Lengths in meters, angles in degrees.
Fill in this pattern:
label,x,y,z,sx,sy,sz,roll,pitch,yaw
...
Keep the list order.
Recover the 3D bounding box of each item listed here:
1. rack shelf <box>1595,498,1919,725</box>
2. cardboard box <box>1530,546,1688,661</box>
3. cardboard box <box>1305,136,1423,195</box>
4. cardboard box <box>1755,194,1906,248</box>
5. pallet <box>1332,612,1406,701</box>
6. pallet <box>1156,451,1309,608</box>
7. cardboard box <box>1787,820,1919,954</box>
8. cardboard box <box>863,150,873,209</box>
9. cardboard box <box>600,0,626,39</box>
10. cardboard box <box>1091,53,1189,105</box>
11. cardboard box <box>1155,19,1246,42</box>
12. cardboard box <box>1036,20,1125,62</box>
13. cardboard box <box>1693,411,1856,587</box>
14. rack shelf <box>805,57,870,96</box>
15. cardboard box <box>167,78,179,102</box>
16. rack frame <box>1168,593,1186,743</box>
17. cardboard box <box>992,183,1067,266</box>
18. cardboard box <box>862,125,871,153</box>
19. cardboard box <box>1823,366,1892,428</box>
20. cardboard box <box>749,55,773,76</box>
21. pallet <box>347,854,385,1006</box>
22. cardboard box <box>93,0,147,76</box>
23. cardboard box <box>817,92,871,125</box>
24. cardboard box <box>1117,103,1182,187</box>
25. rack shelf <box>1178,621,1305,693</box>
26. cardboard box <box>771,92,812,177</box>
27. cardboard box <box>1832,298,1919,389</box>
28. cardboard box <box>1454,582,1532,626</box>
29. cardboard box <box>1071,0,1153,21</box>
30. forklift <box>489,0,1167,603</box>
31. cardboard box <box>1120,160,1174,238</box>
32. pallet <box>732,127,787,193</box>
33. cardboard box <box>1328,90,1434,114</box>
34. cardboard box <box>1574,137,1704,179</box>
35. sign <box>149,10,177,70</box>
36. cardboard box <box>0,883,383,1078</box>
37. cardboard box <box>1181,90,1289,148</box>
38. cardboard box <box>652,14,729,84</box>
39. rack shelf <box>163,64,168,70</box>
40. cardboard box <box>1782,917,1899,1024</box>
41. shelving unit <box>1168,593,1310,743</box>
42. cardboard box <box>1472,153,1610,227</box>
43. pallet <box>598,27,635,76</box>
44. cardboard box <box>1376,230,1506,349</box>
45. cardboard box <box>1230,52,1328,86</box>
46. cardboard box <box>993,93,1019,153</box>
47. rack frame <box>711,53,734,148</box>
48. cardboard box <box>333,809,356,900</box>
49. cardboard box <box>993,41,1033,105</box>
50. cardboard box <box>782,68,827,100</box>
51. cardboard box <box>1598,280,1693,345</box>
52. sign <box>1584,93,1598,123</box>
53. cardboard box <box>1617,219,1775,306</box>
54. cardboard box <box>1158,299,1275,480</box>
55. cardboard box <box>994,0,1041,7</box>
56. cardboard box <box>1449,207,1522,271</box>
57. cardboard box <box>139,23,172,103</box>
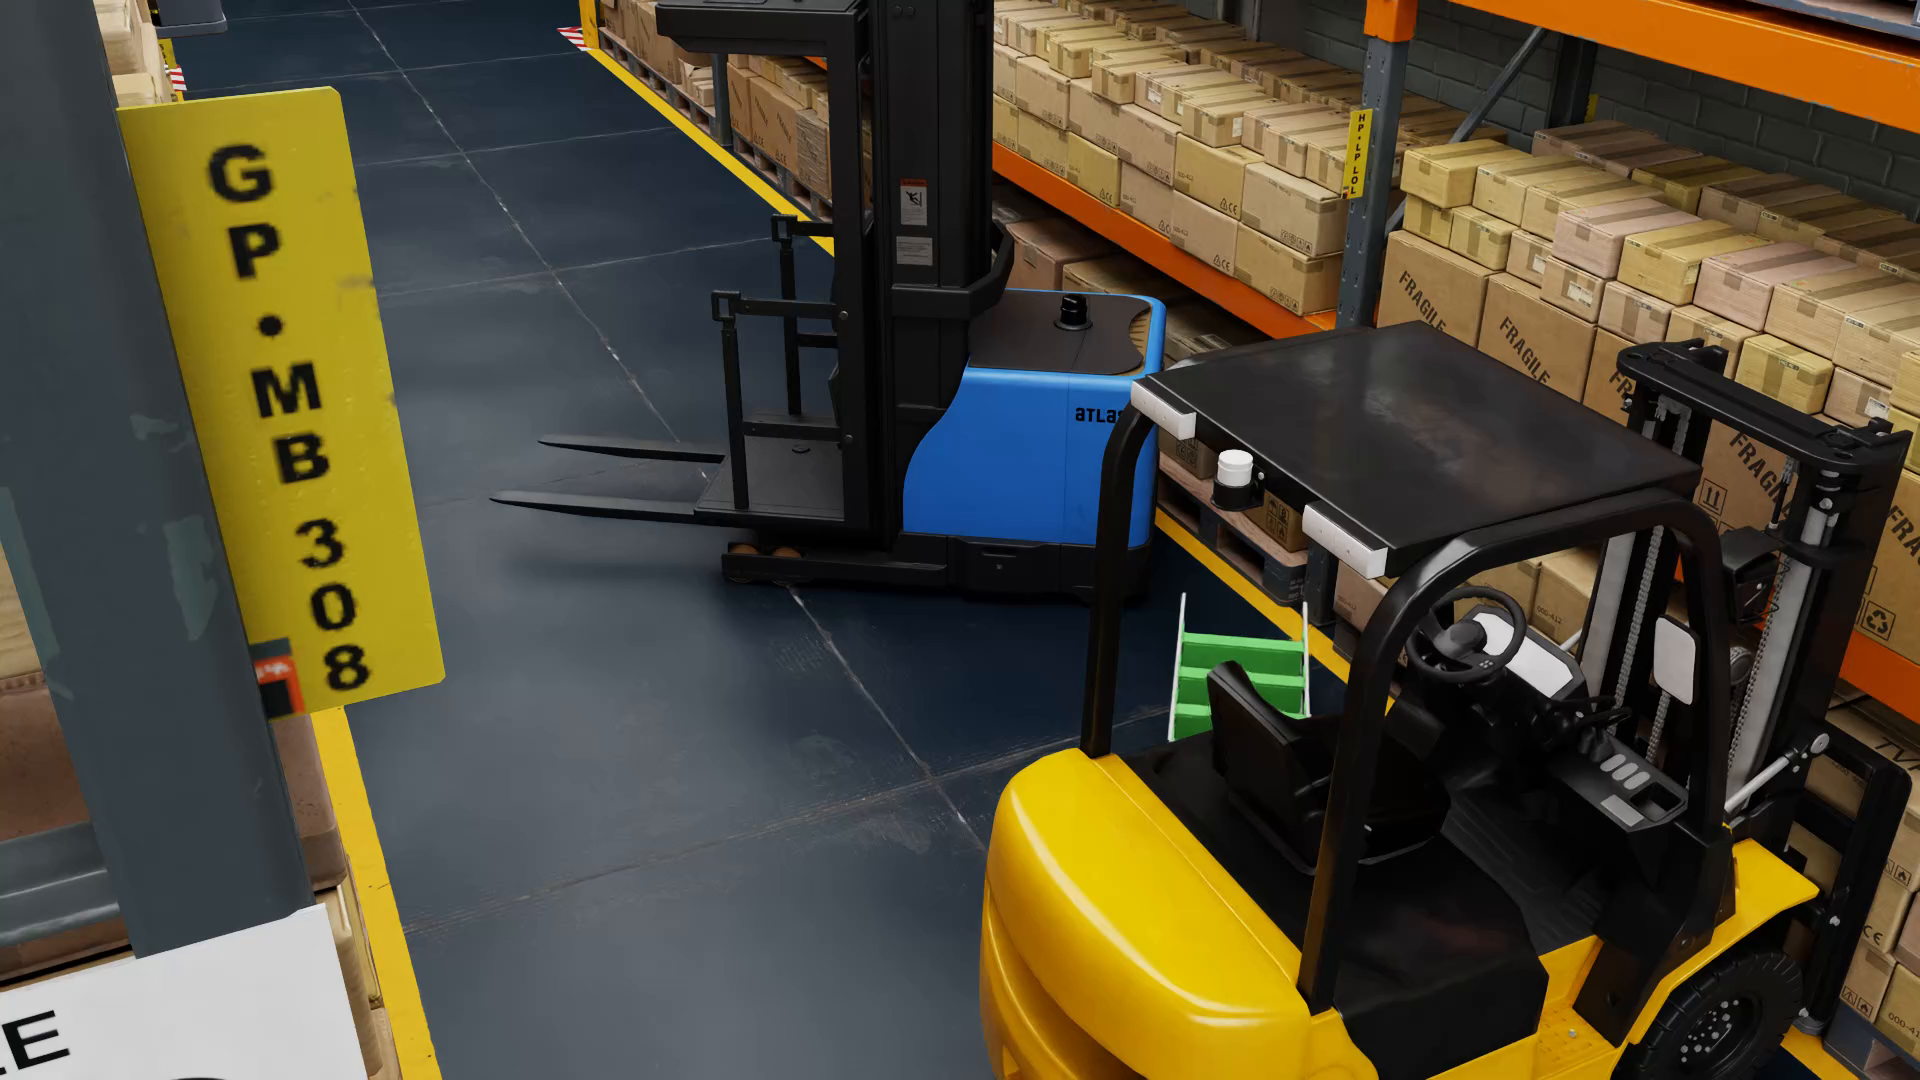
label,x,y,z,sx,sy,sz,roll,pitch,yaw
rack shelf,2.804,0.135,5.177,1.077,0.370,4.000,-13,32,-22
cardboard box,2.304,0.243,5.609,0.500,0.250,0.500,-12,31,-20
cardboard box,1.598,-1.493,6.580,0.380,0.149,0.250,-12,31,-20
cardboard box,2.808,-0.991,5.381,0.380,0.149,0.250,-14,32,-23
pallet,2.249,0.514,6.617,1.003,0.211,1.213,-13,32,-22
pallet,1.593,-0.163,7.825,1.003,0.211,1.213,-13,32,-22
cardboard box,2.725,0.906,4.938,0.500,0.250,0.500,-14,32,-23
cardboard box,-0.353,-2.287,10.888,0.500,0.500,0.500,-14,32,-23
cardboard box,-3.030,-5.167,16.021,0.797,0.503,0.637,-14,32,-24
cardboard box,0.839,-2.152,7.755,0.380,0.149,0.250,-14,32,-23
cardboard box,1.212,-2.517,8.406,0.380,0.149,0.250,-14,32,-23
cardboard box,0.606,-2.510,8.393,0.380,0.149,0.250,-13,32,-21
cardboard box,2.553,-0.178,4.899,0.500,0.500,0.500,-13,32,-22
rack shelf,-0.631,-3.399,11.480,1.077,0.370,4.000,-13,32,-22
cardboard box,-3.358,-1.550,6.612,0.500,0.500,0.500,-15,33,-25
rack frame,0.821,0.618,6.364,0.015,0.240,1.200,4,31,9
cardboard box,0.483,-1.698,9.710,0.875,0.625,0.625,-12,31,-20
cardboard box,-0.431,-2.609,10.800,0.380,0.149,0.250,-14,32,-24
cardboard box,2.662,-0.407,4.643,0.380,0.149,0.250,-13,32,-22
cardboard box,-1.387,-3.651,12.658,0.380,0.149,0.250,-14,32,-23
pallet,-2.216,1.487,4.882,1.003,0.211,1.213,-13,32,-22
cardboard box,-1.233,-0.577,2.088,0.380,0.149,0.250,-12,32,-21
cardboard box,-0.757,-2.961,11.427,0.380,0.149,0.250,-15,32,-24
cardboard box,1.062,-1.831,7.590,0.500,0.250,0.500,-12,32,-21
rack shelf,1.112,0.485,6.587,0.480,0.258,0.148,4,31,9
cardboard box,-1.037,-2.973,12.112,0.500,0.500,0.500,-14,32,-23
cardboard box,2.654,-0.542,4.580,0.380,0.149,0.250,-13,32,-21
cardboard box,2.092,0.237,6.132,0.500,0.250,0.500,-13,32,-22
cardboard box,0.820,-2.835,8.973,0.380,0.149,0.250,-13,32,-22
forklift,-0.617,-1.324,7.115,3.031,2.935,1.130,4,30,7
cardboard box,1.086,-1.611,7.709,0.500,0.250,0.500,-13,32,-22
pallet,-1.106,-3.028,12.935,1.003,0.211,1.213,-13,32,-22
cardboard box,1.814,-1.829,7.179,0.380,0.149,0.250,-13,32,-22
cardboard box,2.425,-1.321,5.970,0.380,0.149,0.250,-14,32,-23
sign,-3.768,-2.374,7.813,0.100,0.325,0.005,-13,32,-22
cardboard box,-0.668,0.335,1.275,0.380,0.149,0.250,-13,32,-22
cardboard box,1.181,-1.811,7.146,0.380,0.149,0.250,-14,32,-24
cardboard box,-2.252,-4.321,14.516,0.700,0.500,0.500,-14,32,-24
rack shelf,-3.395,-1.896,5.733,1.077,0.370,4.000,-13,32,-22
cardboard box,2.764,1.135,5.040,0.500,0.250,0.500,-13,32,-21
shelving unit,1.061,0.637,6.328,0.503,0.258,1.200,4,31,9
cardboard box,2.024,-1.222,5.793,0.380,0.149,0.250,-13,32,-21
pallet,-2.831,-4.761,16.025,1.003,0.211,1.213,-13,32,-22
cardboard box,1.900,-0.855,6.105,0.500,0.500,0.500,-14,32,-23
cardboard box,1.488,-2.163,7.775,0.380,0.149,0.250,-13,32,-22
cardboard box,0.409,-2.293,8.926,0.500,0.250,0.500,-14,32,-23
rack frame,-1.489,-4.596,12.879,1.000,3.000,0.127,-13,32,-22
cardboard box,-1.820,1.100,4.336,0.500,0.500,0.500,-12,32,-21
cardboard box,0.412,-2.513,8.807,0.500,0.250,0.500,-12,31,-20
cardboard box,-1.063,-3.304,12.038,0.380,0.149,0.250,-13,32,-22
cardboard box,2.244,-0.728,5.217,0.380,0.149,0.250,-13,32,-22
sign,2.446,-1.591,6.555,0.100,0.325,0.005,-13,32,-22
cardboard box,2.279,-0.864,5.154,0.380,0.149,0.250,-14,32,-23
cardboard box,1.385,-0.782,8.076,0.875,0.625,0.625,-13,32,-22
cardboard box,0.214,-2.835,8.974,0.380,0.149,0.250,-12,32,-21
cardboard box,1.957,-1.078,5.841,0.380,0.149,0.250,-12,32,-21
cardboard box,-1.448,-0.580,2.500,0.500,0.250,0.500,-12,32,-21
